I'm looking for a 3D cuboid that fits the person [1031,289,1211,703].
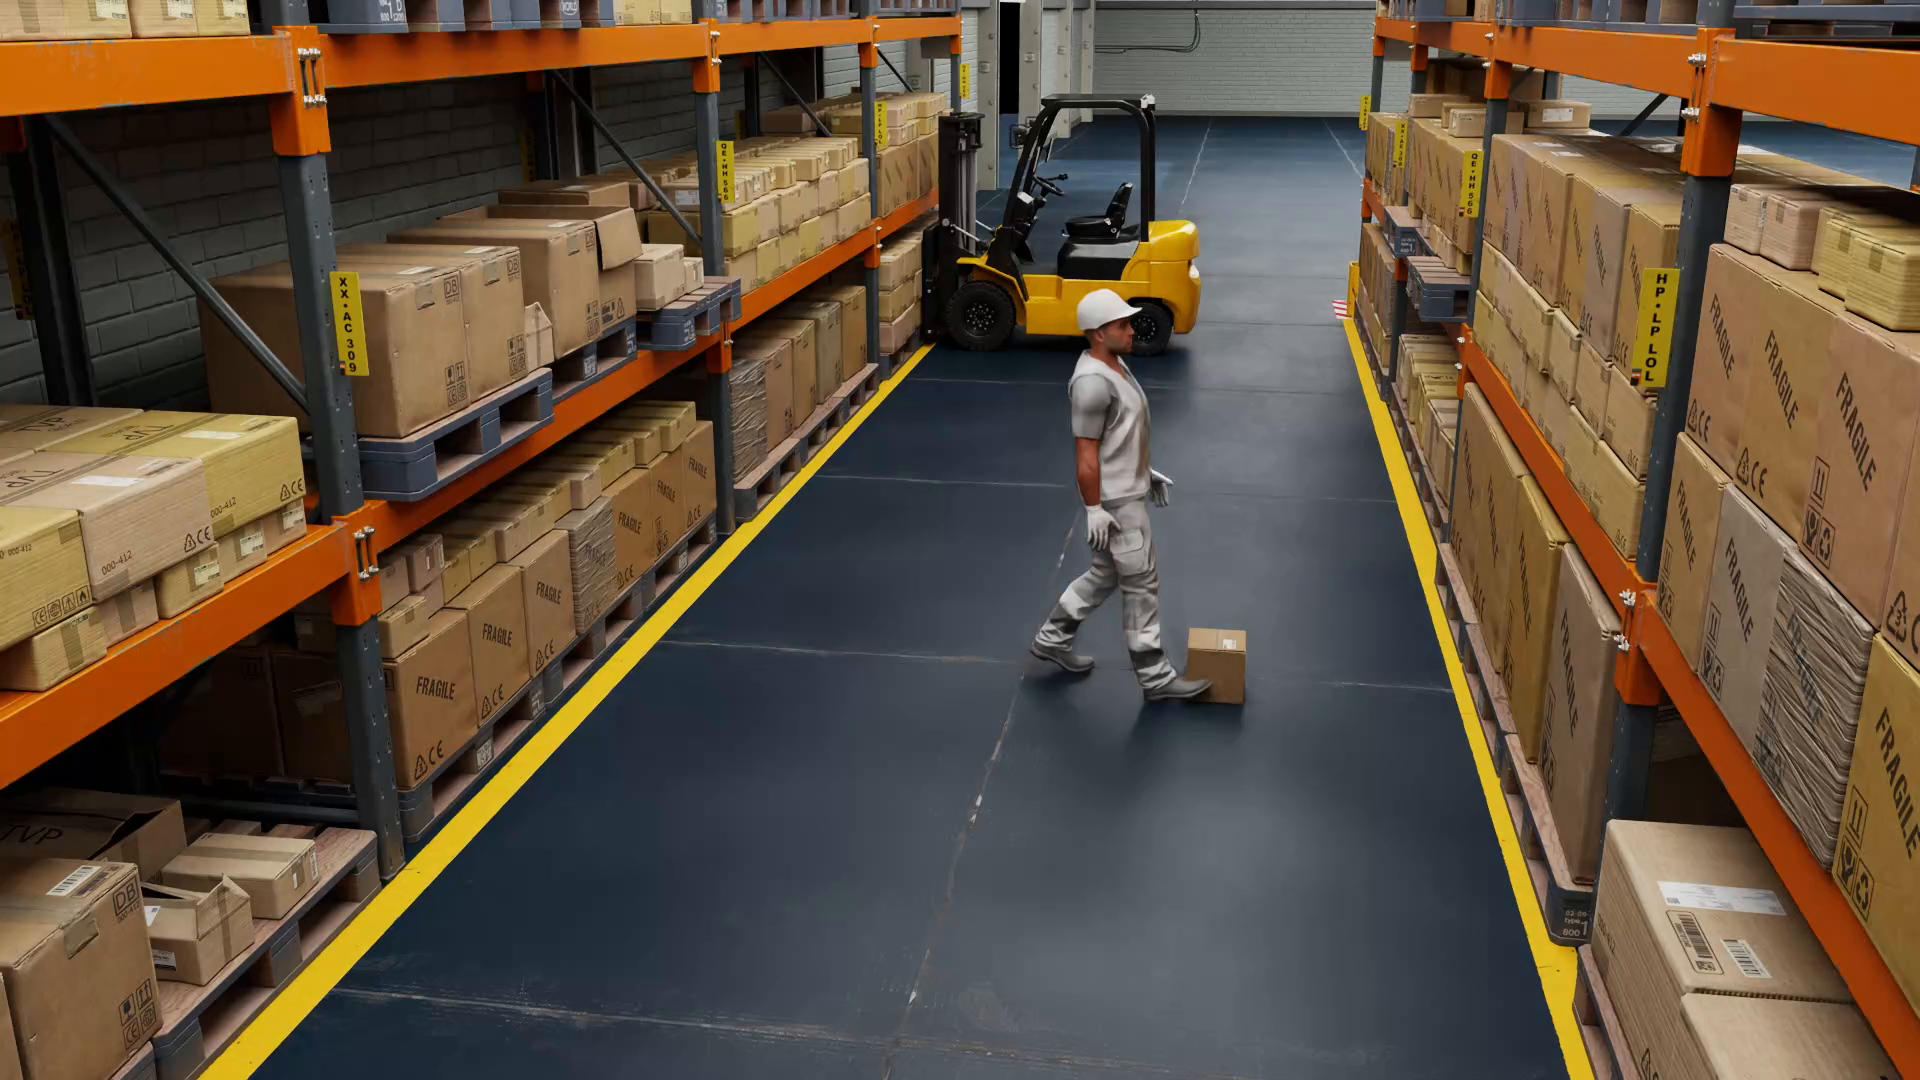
[{"bbox_3d":[0.707,-0.187,7.141,0.819,1.781,0.554,3,18,9],"label":"person"}]
